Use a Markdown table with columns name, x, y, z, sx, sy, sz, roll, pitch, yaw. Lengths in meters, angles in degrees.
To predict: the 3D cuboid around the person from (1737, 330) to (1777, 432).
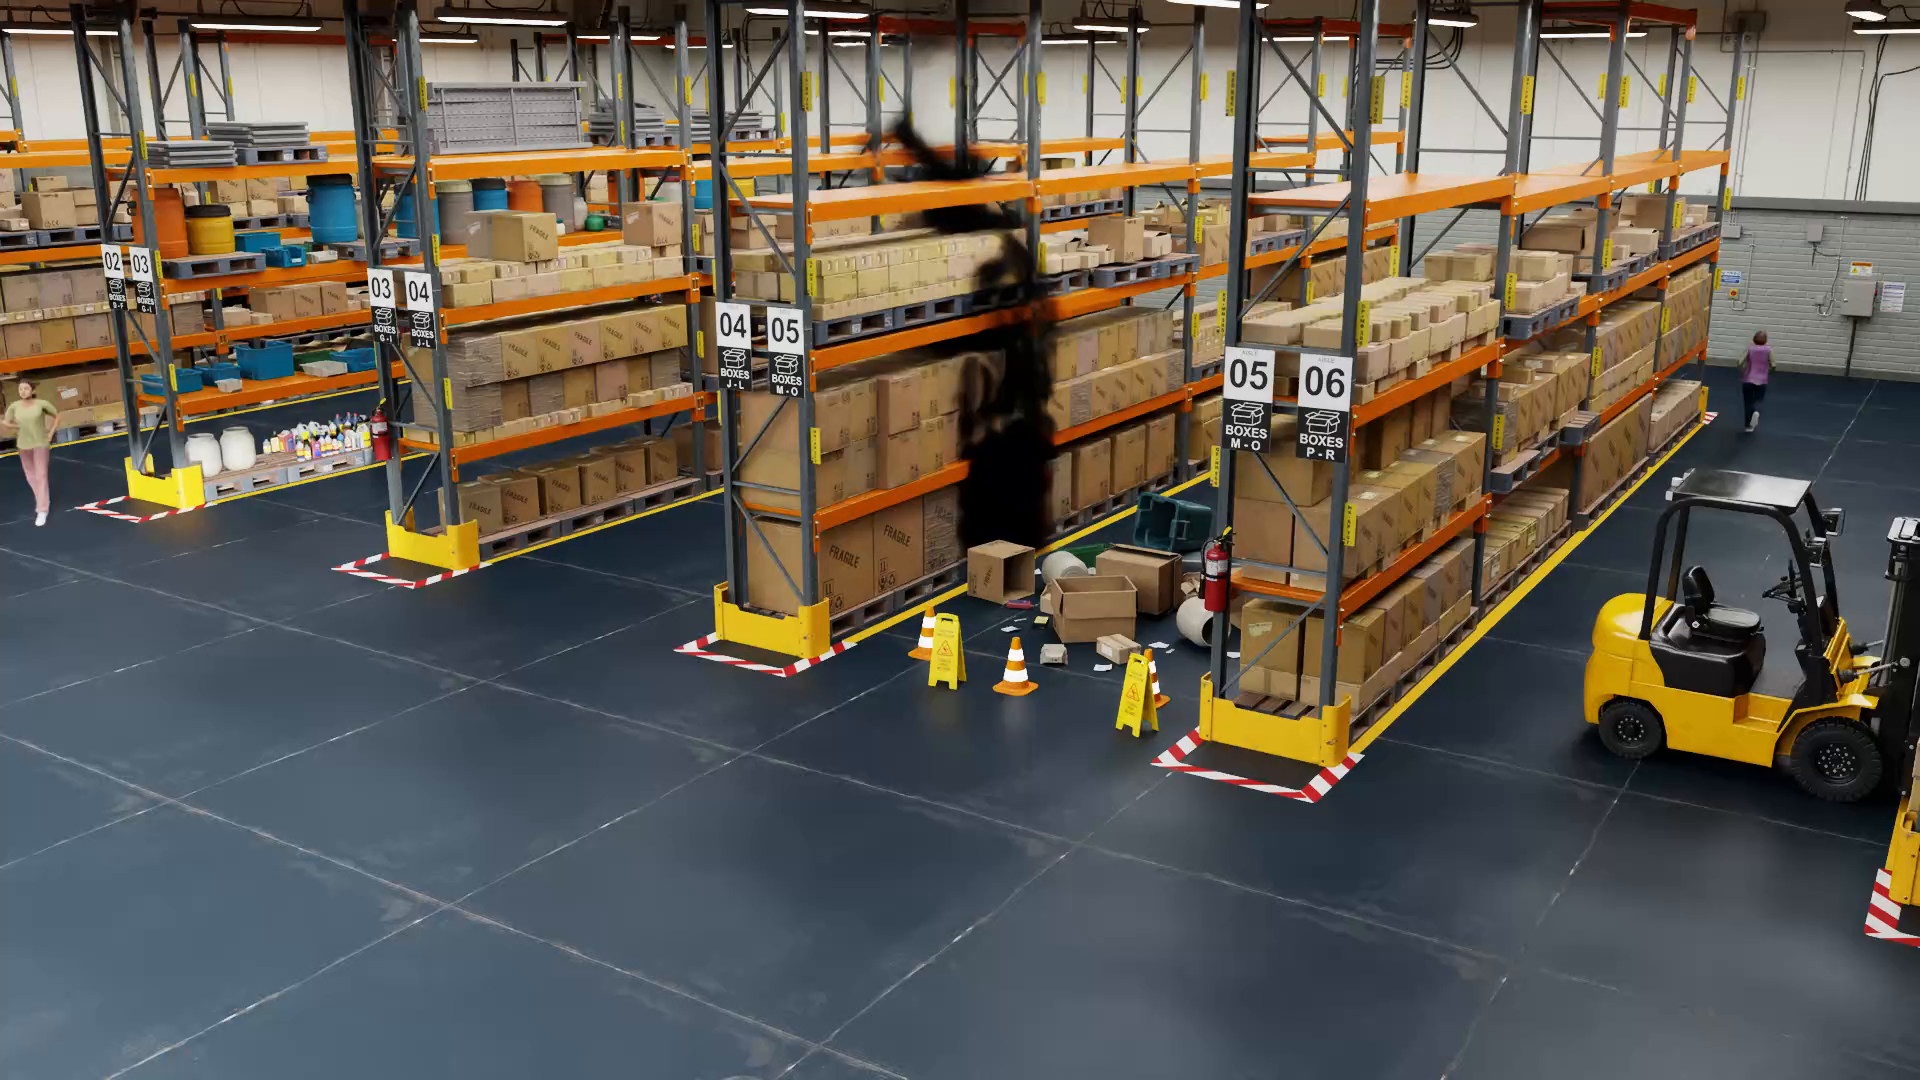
| name | x | y | z | sx | sy | sz | roll | pitch | yaw |
| --- | --- | --- | --- | --- | --- | --- | --- | --- | --- |
| person | 11.820 | -2.333 | 24.739 | 0.536 | 1.575 | 0.664 | 7 | 17 | 25 |

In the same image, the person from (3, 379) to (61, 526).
| name | x | y | z | sx | sy | sz | roll | pitch | yaw |
| --- | --- | --- | --- | --- | --- | --- | --- | --- | --- |
| person | -11.118 | -1.080 | 19.927 | 0.581 | 1.705 | 0.782 | -2 | 16 | -8 |
